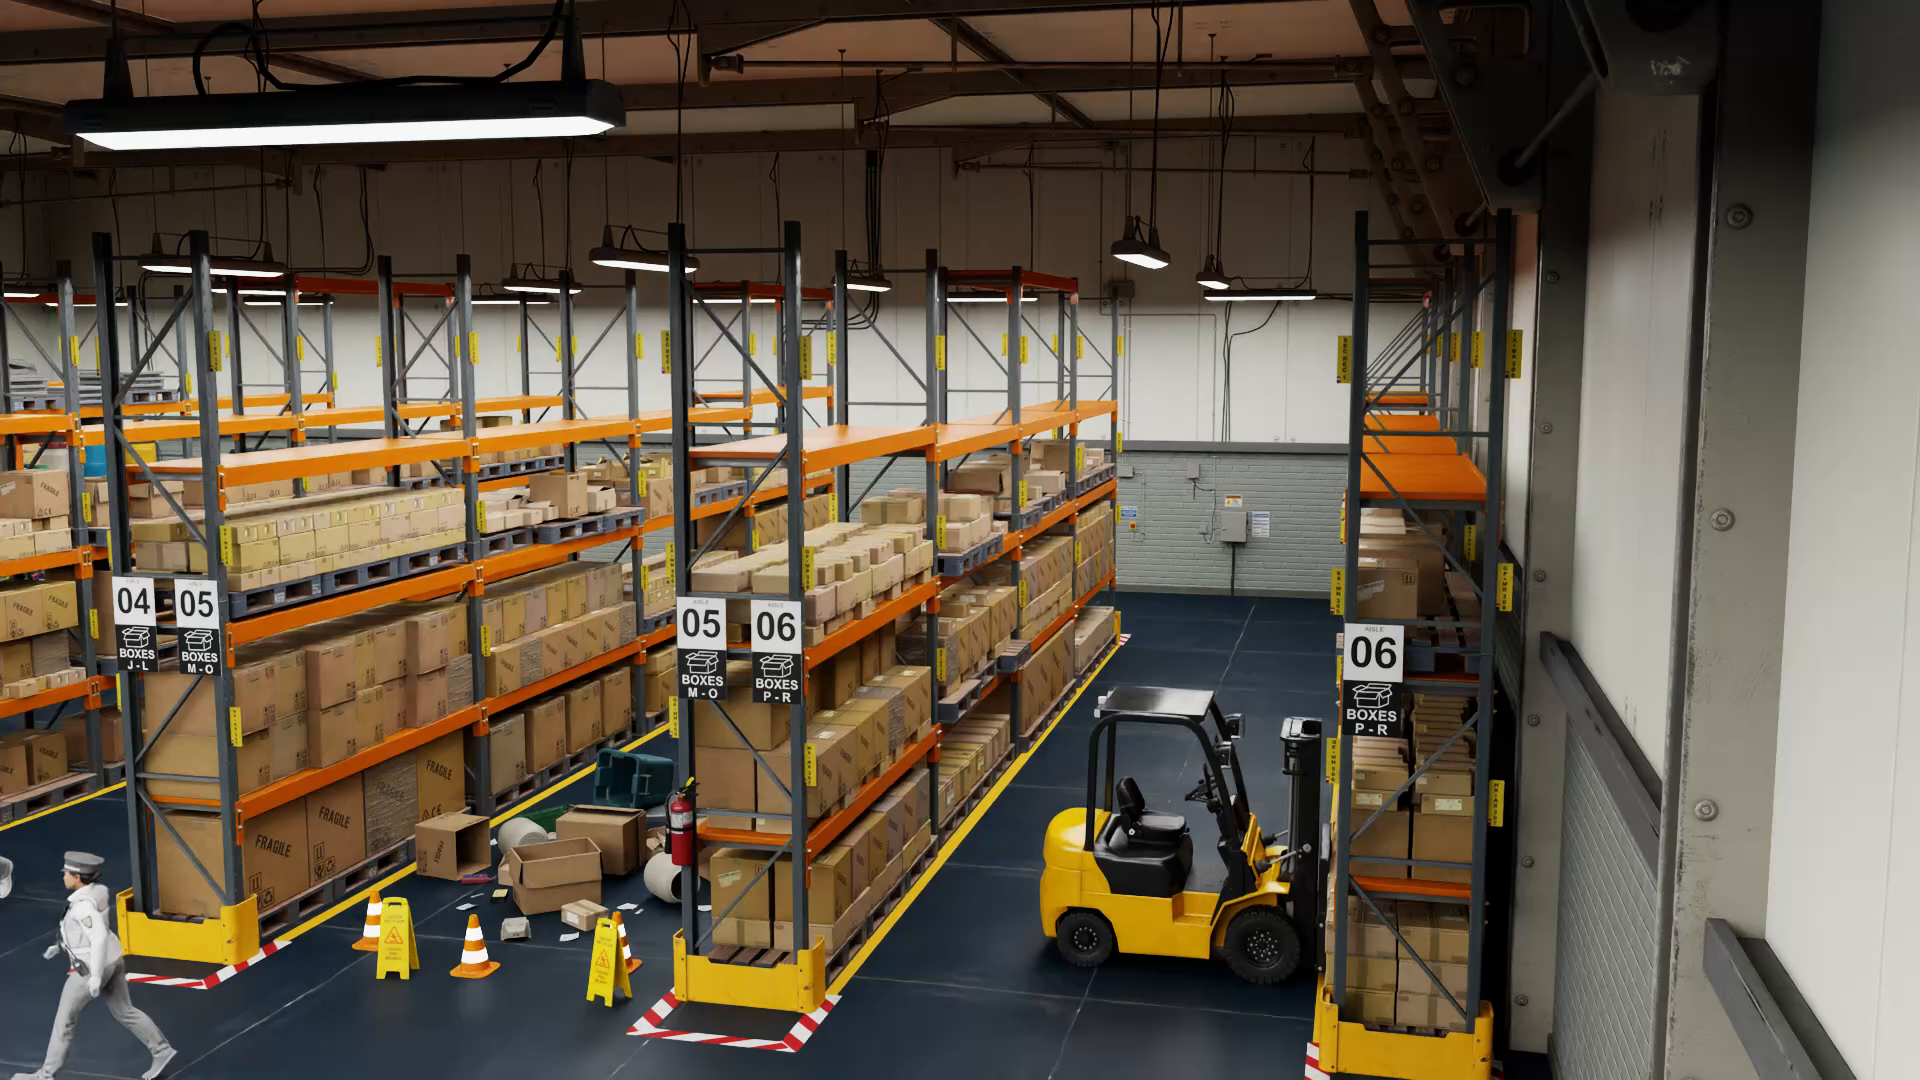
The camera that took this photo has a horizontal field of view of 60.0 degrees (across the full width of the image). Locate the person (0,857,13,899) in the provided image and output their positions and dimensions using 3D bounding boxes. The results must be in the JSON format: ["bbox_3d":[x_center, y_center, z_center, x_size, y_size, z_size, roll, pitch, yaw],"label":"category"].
[{"bbox_3d":[-8.935,2.488,14.954,0.667,1.763,0.672,1,7,8],"label":"person"}]

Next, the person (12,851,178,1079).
[{"bbox_3d":[-5.998,2.963,11.488,1.001,1.678,0.539,0,7,-4],"label":"person"}]
